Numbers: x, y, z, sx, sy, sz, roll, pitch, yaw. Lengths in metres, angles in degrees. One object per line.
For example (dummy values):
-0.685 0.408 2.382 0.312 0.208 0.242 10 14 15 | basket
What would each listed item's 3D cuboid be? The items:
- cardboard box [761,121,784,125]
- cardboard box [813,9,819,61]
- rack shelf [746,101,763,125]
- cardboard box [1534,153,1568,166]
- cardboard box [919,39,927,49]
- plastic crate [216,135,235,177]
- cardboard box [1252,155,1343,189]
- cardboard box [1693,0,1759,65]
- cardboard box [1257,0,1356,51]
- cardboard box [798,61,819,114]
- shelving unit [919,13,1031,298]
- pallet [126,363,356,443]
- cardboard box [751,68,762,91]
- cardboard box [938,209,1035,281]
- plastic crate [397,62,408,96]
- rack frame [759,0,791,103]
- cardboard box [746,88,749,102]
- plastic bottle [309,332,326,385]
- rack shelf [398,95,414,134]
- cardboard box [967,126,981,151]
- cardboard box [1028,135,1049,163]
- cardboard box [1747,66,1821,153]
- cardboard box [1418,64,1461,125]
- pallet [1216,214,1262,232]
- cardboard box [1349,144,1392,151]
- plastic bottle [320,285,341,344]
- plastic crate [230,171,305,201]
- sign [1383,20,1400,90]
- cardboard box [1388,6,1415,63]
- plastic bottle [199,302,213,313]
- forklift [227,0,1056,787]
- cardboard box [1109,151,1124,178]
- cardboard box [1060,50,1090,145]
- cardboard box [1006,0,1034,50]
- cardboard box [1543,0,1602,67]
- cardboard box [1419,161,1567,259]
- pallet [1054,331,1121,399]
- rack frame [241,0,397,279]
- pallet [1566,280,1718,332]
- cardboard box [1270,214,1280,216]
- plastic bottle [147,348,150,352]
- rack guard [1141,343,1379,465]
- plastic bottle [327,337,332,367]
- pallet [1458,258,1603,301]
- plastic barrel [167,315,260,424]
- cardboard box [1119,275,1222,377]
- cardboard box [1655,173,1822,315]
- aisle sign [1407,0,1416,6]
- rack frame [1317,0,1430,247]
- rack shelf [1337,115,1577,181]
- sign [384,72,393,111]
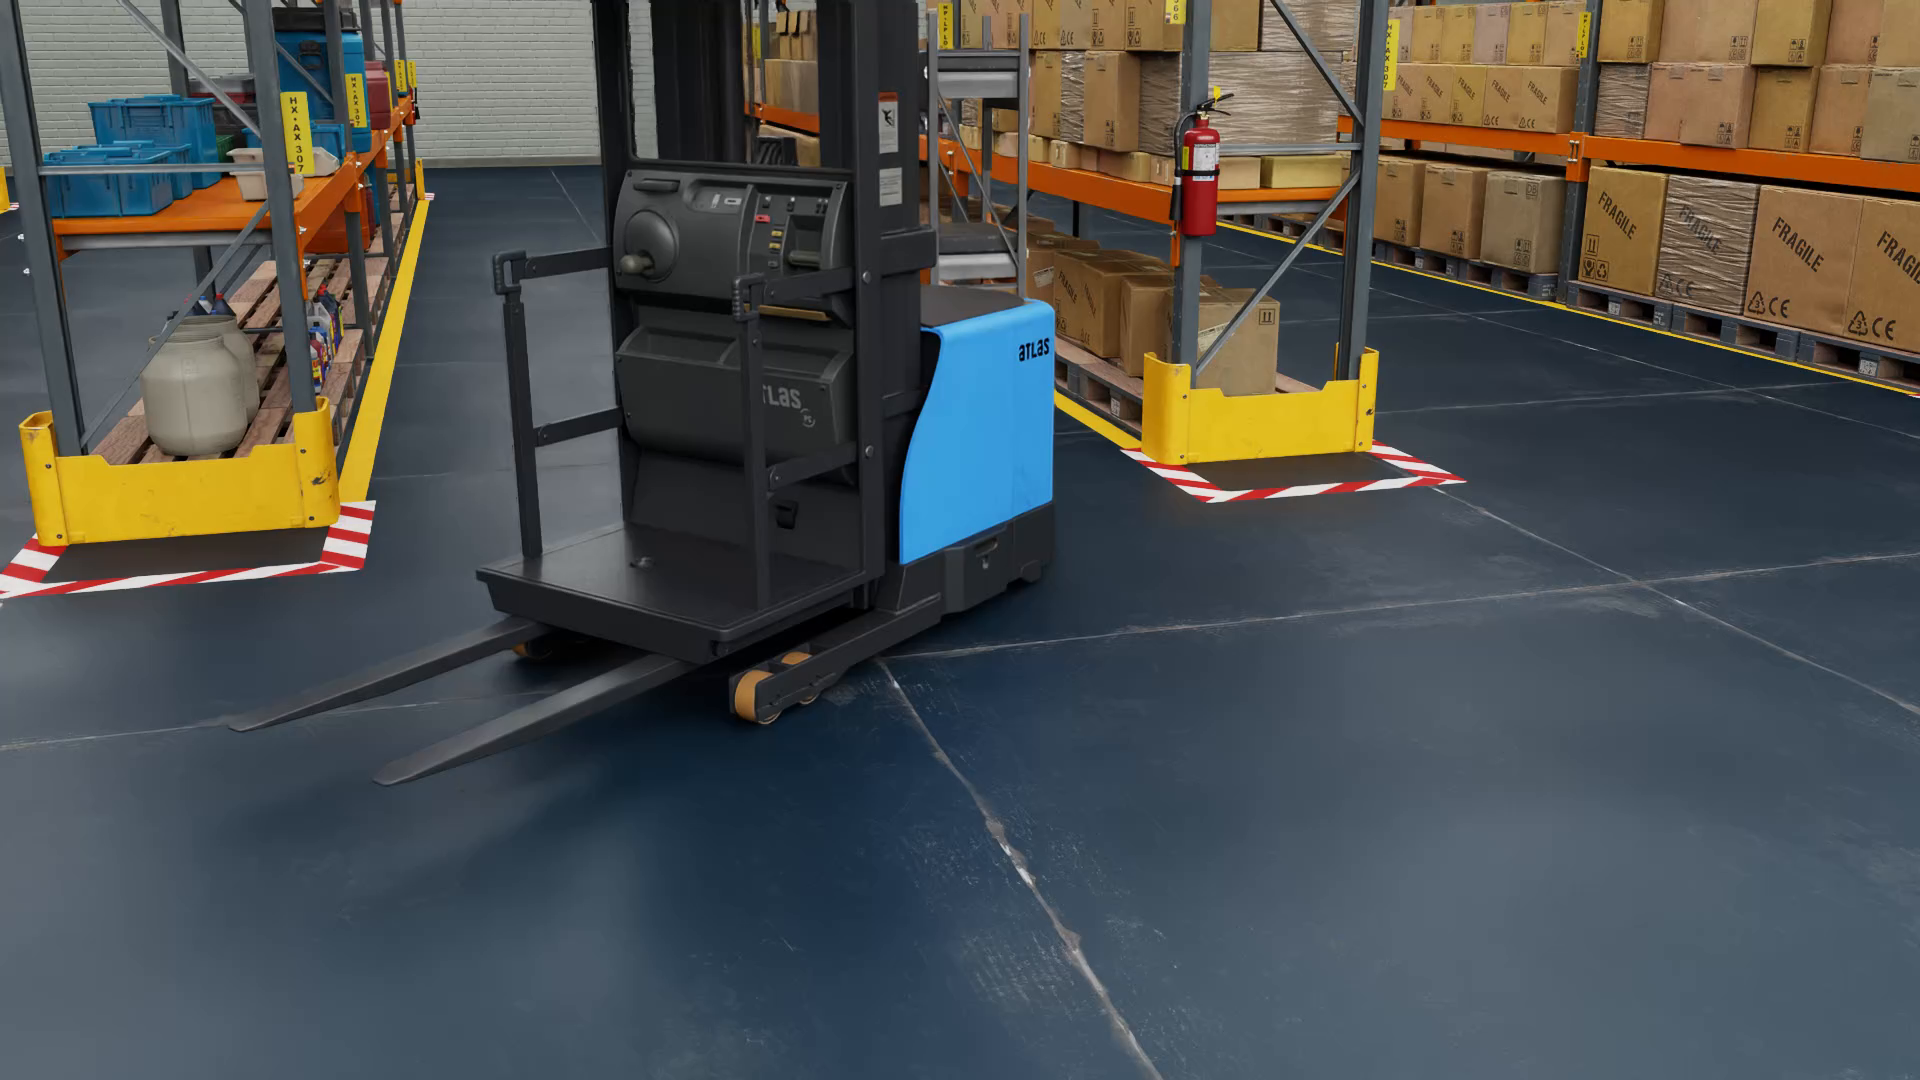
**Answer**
-1.868 -4.565 19.899 0.875 0.875 0.875 -5 17 -15 | cardboard box
-1.026 -4.999 16.461 0.797 0.503 0.637 -4 17 -14 | cardboard box
-2.313 -5.401 20.970 1.077 0.370 4.000 -5 17 -15 | rack shelf
8.012 -4.995 21.329 0.875 0.875 0.875 -4 17 -14 | cardboard box
-0.130 -3.703 13.155 0.797 0.503 0.637 -3 17 -10 | cardboard box
-4.225 -2.089 9.061 0.450 0.188 0.662 -5 17 -15 | plastic crate
1.685 -1.851 8.336 0.380 0.149 0.250 -5 17 -15 | cardboard box
5.579 -3.525 11.336 0.875 0.550 0.550 -5 17 -15 | cardboard box
1.645 -2.716 8.352 0.500 0.500 0.500 -5 17 -15 | cardboard box
-1.315 -4.533 16.655 0.500 0.500 0.500 -5 18 -17 | cardboard box
0.004 -1.074 6.877 0.431 2.100 0.503 -5 17 -16 | shelving unit
-3.844 -0.726 9.001 1.003 0.211 1.213 -5 17 -15 | pallet
-2.137 -5.365 19.342 0.500 0.250 0.500 -5 17 -16 | cardboard box
0.174 -2.298 12.970 0.700 0.500 0.500 -5 17 -16 | cardboard box
-7.353 -5.875 21.132 0.616 0.435 0.499 -5 17 -15 | plastic crate
-1.763 -5.193 19.025 1.000 3.000 0.127 -5 17 -15 | rack frame
-2.374 -5.344 19.966 0.380 0.149 0.250 -4 17 -14 | cardboard box
-3.471 -0.982 8.964 0.061 0.283 0.133 -4 17 -14 | plastic bottle
-7.075 -5.010 19.667 1.077 0.370 4.000 -5 17 -15 | rack shelf
0.261 -2.706 11.184 0.380 0.149 0.250 -5 17 -15 | cardboard box
0.630 -2.363 10.040 0.380 0.149 0.250 -5 17 -15 | cardboard box
5.795 -2.867 11.022 0.875 0.550 0.500 -5 17 -15 | cardboard box
4.412 -3.935 14.664 0.500 0.500 0.500 -5 17 -16 | cardboard box
3.588 -3.668 18.797 1.003 0.211 1.213 -5 17 -15 | pallet
4.176 -4.024 17.444 0.500 0.250 0.500 -6 18 -18 | cardboard box
-3.873 -1.375 10.155 0.144 0.351 0.185 -5 17 -17 | plastic bottle
-3.164 -1.629 7.618 0.298 0.136 0.250 -5 17 -15 | plastic crate
2.056 -2.331 7.993 0.100 0.325 0.005 -5 17 -15 | sign
4.387 -4.713 15.515 0.700 0.500 0.500 -5 17 -16 | cardboard box
-4.546 -1.285 9.984 0.152 0.276 0.135 -4 17 -13 | plastic bottle
-0.867 -0.995 5.169 1.130 2.935 3.031 11 20 32 | forklift
1.017 -2.020 8.901 0.380 0.149 0.250 -5 17 -15 | cardboard box
1.061 -2.489 9.332 0.875 0.500 0.500 -5 17 -15 | cardboard box
0.590 -3.228 10.056 0.500 0.500 0.500 -5 17 -15 | cardboard box
5.090 -4.008 13.168 0.700 0.500 0.500 -5 17 -16 | cardboard box
4.713 -2.900 14.571 1.050 0.750 0.750 -5 17 -15 | cardboard box
0.993 -1.123 10.325 1.003 0.211 1.213 -5 17 -15 | pallet
-5.426 -3.695 14.038 1.000 3.000 0.127 -5 17 -15 | rack frame
5.366 -1.792 12.551 1.003 0.211 1.213 -5 17 -15 | pallet
3.561 -3.760 17.870 0.500 0.500 0.500 -4 17 -13 | cardboard box
-4.204 -0.896 8.677 0.061 0.283 0.133 -4 17 -14 | plastic bottle
1.514 -0.697 8.405 1.175 0.500 0.348 -5 17 -15 | rack guard
-3.632 -1.085 9.451 0.097 0.201 0.097 0 17 0 | plastic bottle
4.947 -2.216 13.963 1.003 0.211 1.213 -5 17 -15 | pallet
-3.620 -0.806 8.016 0.421 0.512 0.421 0 17 0 | plastic barrel
1.182 -1.214 9.395 0.500 0.500 0.500 0 17 -1 | cardboard box
5.589 -2.099 11.689 0.875 0.875 0.875 -5 17 -15 | cardboard box
6.944 -8.372 25.091 0.394 0.787 0.004 -5 17 -15 | aisle sign
4.133 -4.451 16.554 1.000 3.000 0.127 -5 17 -15 | rack frame
4.682 -3.553 14.816 1.077 0.370 4.000 -5 17 -15 | rack shelf
-4.899 -3.818 14.166 0.100 0.325 0.005 -5 17 -15 | sign
